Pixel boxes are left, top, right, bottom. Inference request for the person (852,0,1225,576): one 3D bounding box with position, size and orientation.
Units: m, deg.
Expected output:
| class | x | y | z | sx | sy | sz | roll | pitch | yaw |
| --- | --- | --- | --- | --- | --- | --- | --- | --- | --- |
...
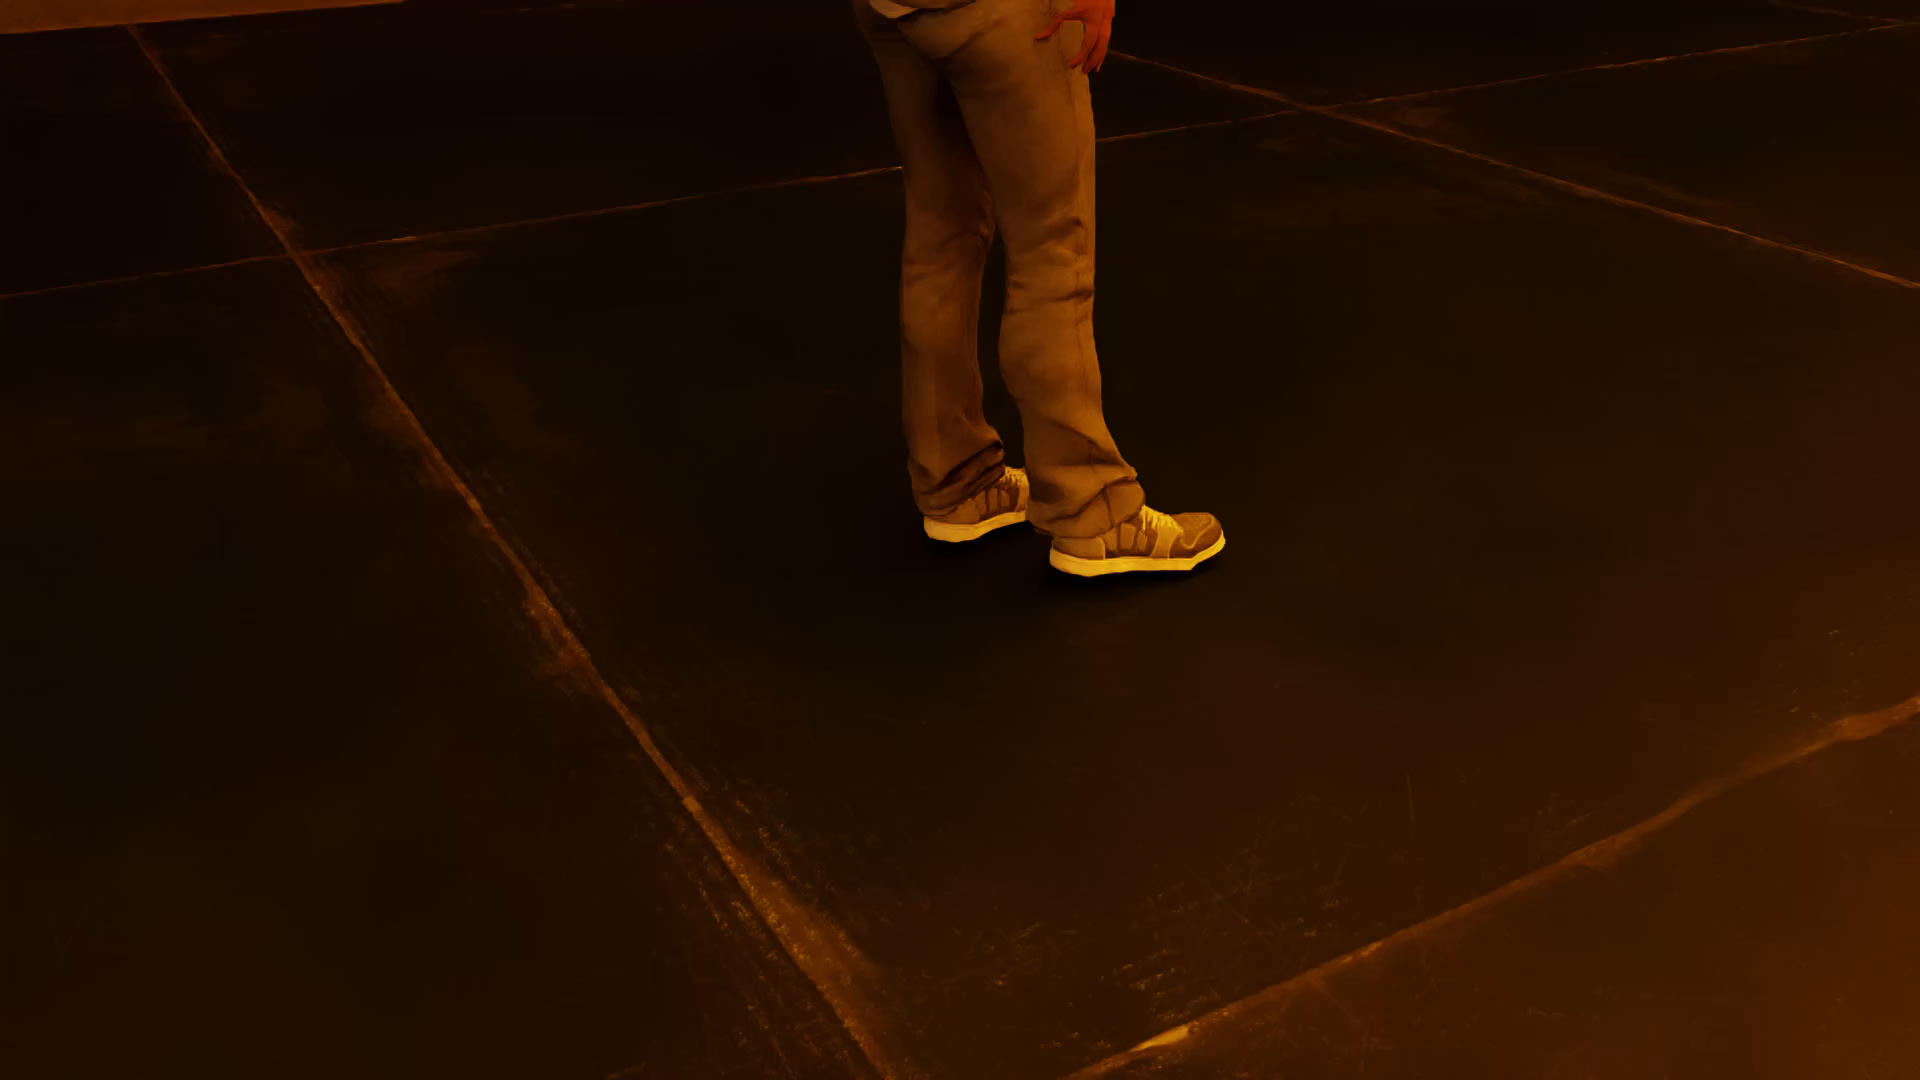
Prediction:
| class | x | y | z | sx | sy | sz | roll | pitch | yaw |
| --- | --- | --- | --- | --- | --- | --- | --- | --- | --- |
| person | 0.071 | -0.727 | 2.159 | 0.474 | 1.591 | 0.521 | -15 | 30 | -26 |
